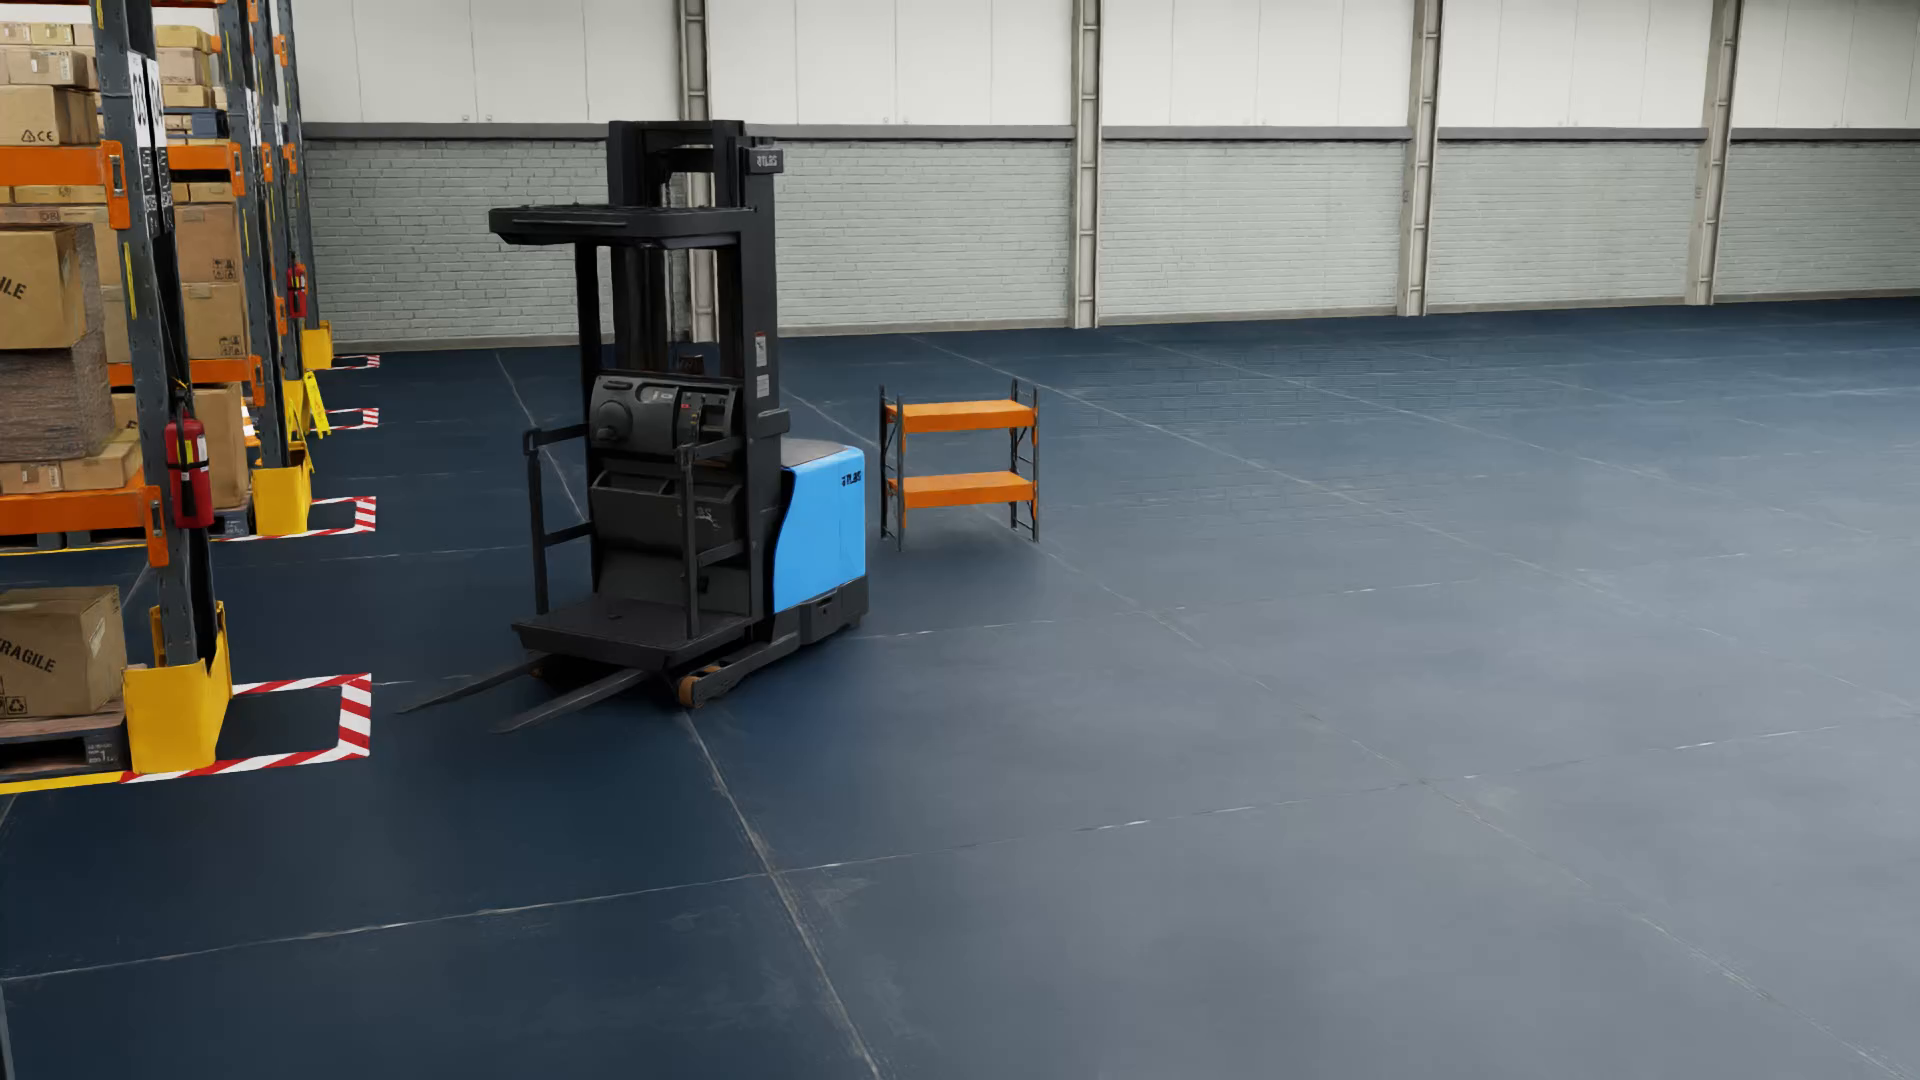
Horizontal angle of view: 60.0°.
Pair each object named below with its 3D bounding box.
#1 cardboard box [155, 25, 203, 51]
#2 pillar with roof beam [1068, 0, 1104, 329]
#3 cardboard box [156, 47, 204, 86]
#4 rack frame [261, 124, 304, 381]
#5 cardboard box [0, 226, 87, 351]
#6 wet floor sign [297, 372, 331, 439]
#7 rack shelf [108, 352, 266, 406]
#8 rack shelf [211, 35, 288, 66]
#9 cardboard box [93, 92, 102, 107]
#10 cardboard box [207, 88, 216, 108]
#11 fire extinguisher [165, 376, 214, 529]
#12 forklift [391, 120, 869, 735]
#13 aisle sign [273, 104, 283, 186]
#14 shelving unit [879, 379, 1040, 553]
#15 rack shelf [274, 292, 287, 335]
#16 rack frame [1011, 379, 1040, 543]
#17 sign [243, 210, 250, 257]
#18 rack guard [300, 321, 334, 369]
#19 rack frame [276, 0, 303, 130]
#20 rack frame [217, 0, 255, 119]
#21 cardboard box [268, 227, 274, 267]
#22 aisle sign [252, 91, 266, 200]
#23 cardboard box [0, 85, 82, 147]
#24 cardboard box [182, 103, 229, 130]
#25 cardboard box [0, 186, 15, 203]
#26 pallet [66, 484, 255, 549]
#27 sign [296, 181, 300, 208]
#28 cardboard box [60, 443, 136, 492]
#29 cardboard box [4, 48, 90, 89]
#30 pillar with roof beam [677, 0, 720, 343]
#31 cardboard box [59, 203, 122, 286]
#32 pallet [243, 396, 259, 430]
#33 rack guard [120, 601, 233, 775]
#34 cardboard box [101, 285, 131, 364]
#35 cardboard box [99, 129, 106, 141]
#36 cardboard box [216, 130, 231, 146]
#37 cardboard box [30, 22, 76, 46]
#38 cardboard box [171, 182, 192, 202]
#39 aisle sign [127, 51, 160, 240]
[{"bbox_3d":[-5.437,-3.499,11.586,0.250,0.149,0.380,-4,14,-18],"label":"cardboard box"},{"bbox_3d":[3.312,-6.794,21.257,0.400,9.000,9.100,-4,14,-18],"label":"pillar with roof beam"},{"bbox_3d":[-5.601,-3.307,11.640,0.500,0.250,0.500,-4,14,-17],"label":"cardboard box"},{"bbox_3d":[-6.901,-2.699,17.007,0.127,3.000,1.000,-4,14,-18],"label":"rack frame"},{"bbox_3d":[-4.183,-1.110,7.309,0.500,0.500,0.500,-4,14,-18],"label":"cardboard box"},{"bbox_3d":[-6.379,-1.333,16.352,0.232,0.644,0.267,0,13,1],"label":"wet floor sign"},{"bbox_3d":[-7.122,-1.123,11.937,4.000,0.370,1.077,-4,14,-18],"label":"rack shelf"},{"bbox_3d":[-10.383,-6.014,20.397,4.000,0.370,1.077,-4,14,-18],"label":"rack shelf"},{"bbox_3d":[-5.915,-3.074,11.522,0.250,0.149,0.380,-4,14,-17],"label":"cardboard box"},{"bbox_3d":[-5.653,-3.256,12.285,0.250,0.149,0.380,-4,14,-18],"label":"cardboard box"},{"bbox_3d":[-3.485,-0.395,7.489,0.183,0.674,0.296,-4,14,-18],"label":"fire extinguisher"},{"bbox_3d":[-1.678,-0.681,8.672,1.130,2.935,3.031,7,15,27],"label":"forklift"},{"bbox_3d":[-6.749,-3.905,16.458,0.004,0.787,0.394,-4,14,-18],"label":"aisle sign"},{"bbox_3d":[-0.006,-0.547,12.011,1.048,1.125,0.538,-4,14,-18],"label":"shelving unit"},{"bbox_3d":[-8.796,-2.201,16.469,4.000,0.370,1.077,-4,14,-18],"label":"rack shelf"},{"bbox_3d":[0.475,-0.584,12.168,0.032,1.125,0.500,-4,14,-18],"label":"rack frame"},{"bbox_3d":[-5.066,-2.179,11.808,0.005,0.325,0.100,-4,14,-18],"label":"sign"},{"bbox_3d":[-8.465,-2.573,21.879,0.348,0.500,1.175,-4,14,-18],"label":"rack guard"},{"bbox_3d":[-8.487,-6.706,20.888,0.127,3.000,1.000,-4,14,-18],"label":"rack frame"},{"bbox_3d":[-5.226,-4.539,11.780,0.127,3.000,1.000,-4,14,-18],"label":"rack frame"},{"bbox_3d":[-8.870,-3.742,21.176,0.500,0.500,0.500,-5,14,-19],"label":"cardboard box"},{"bbox_3d":[-5.255,-2.956,12.472,0.004,0.787,0.394,-4,14,-18],"label":"aisle sign"},{"bbox_3d":[-4.116,-1.820,7.156,0.500,0.250,0.500,-4,14,-17],"label":"cardboard box"},{"bbox_3d":[-7.300,-4.133,16.235,0.500,0.250,0.500,-5,14,-19],"label":"cardboard box"},{"bbox_3d":[-9.230,-3.132,15.810,0.500,0.500,0.700,-5,14,-19],"label":"cardboard box"},{"bbox_3d":[-5.959,-0.188,12.476,1.213,0.211,1.003,-4,14,-18],"label":"pallet"},{"bbox_3d":[-8.327,-4.346,20.916,0.005,0.325,0.100,-4,14,-18],"label":"sign"},{"bbox_3d":[-3.944,-0.337,7.620,0.250,0.149,0.380,-4,14,-18],"label":"cardboard box"},{"bbox_3d":[-3.904,-2.017,7.119,0.250,0.149,0.380,-4,14,-18],"label":"cardboard box"},{"bbox_3d":[-2.375,-6.351,19.395,0.400,9.000,9.100,-4,14,-18],"label":"pillar with roof beam"},{"bbox_3d":[-6.082,-2.139,11.997,0.550,0.550,0.875,-4,14,-18],"label":"cardboard box"},{"bbox_3d":[-7.754,-1.284,17.086,1.213,0.211,1.003,-4,14,-18],"label":"pallet"},{"bbox_3d":[-3.812,0.696,8.135,0.348,0.500,1.175,-4,14,-18],"label":"rack guard"},{"bbox_3d":[-6.078,-1.611,12.109,0.550,0.550,0.875,-4,14,-18],"label":"cardboard box"},{"bbox_3d":[-8.120,-3.878,16.023,0.250,0.149,0.380,-5,14,-19],"label":"cardboard box"},{"bbox_3d":[-7.150,-3.948,16.320,0.250,0.149,0.380,-4,14,-18],"label":"cardboard box"},{"bbox_3d":[-6.162,-3.443,11.349,0.250,0.149,0.380,-4,14,-17],"label":"cardboard box"},{"bbox_3d":[-7.797,-3.257,16.335,0.500,0.500,0.700,-4,14,-18],"label":"cardboard box"},{"bbox_3d":[-3.586,-1.729,7.311,0.004,0.787,0.394,-4,14,-18],"label":"aisle sign"}]
